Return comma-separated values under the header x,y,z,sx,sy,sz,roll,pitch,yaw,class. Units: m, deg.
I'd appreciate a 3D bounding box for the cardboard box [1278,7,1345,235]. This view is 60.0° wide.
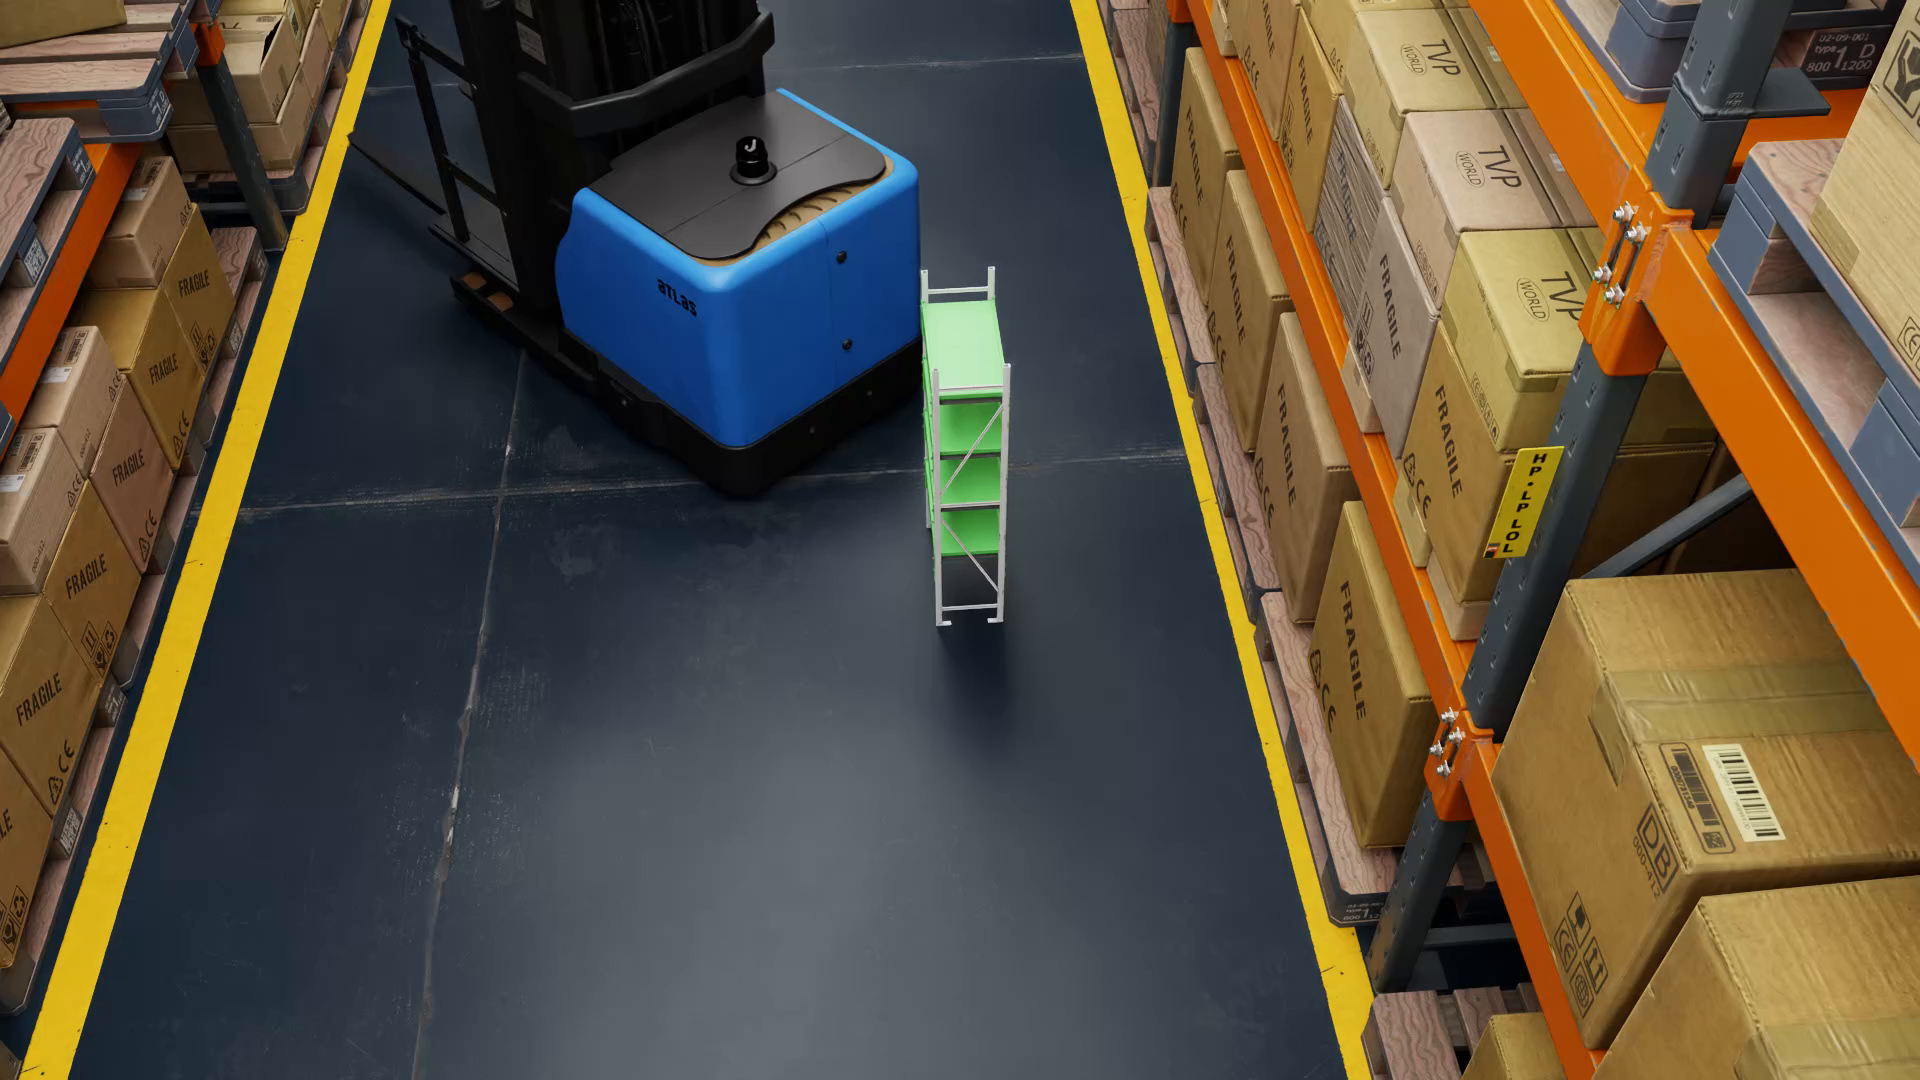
x,y,z,sx,sy,sz,roll,pitch,yaw,class
1.308,-1.300,5.128,0.500,0.500,0.500,-2,47,-2,cardboard box

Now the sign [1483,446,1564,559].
x,y,z,sx,sy,sz,roll,pitch,yaw,class
1.191,-0.076,3.513,0.100,0.325,0.005,-3,47,-3,sign

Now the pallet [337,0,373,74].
x,y,z,sx,sy,sz,roll,pitch,yaw,class
-3.669,-2.855,8.808,1.003,0.211,1.213,-3,47,-3,pallet

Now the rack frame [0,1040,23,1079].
x,y,z,sx,sy,sz,roll,pitch,yaw,class
-3.205,0.559,3.655,1.000,3.000,0.127,-3,47,-3,rack frame

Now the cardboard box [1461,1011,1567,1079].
x,y,z,sx,sy,sz,roll,pitch,yaw,class
1.692,1.518,4.179,0.700,0.500,0.500,-3,47,-3,cardboard box

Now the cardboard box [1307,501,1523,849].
x,y,z,sx,sy,sz,roll,pitch,yaw,class
1.547,0.388,5.008,0.750,0.750,0.750,-3,47,-3,cardboard box

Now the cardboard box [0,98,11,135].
x,y,z,sx,sy,sz,roll,pitch,yaw,class
-3.488,-1.392,5.144,0.700,0.500,0.500,4,47,4,cardboard box

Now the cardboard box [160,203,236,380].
x,y,z,sx,sy,sz,roll,pitch,yaw,class
-3.227,-0.964,6.516,0.500,0.500,0.500,-2,47,-2,cardboard box

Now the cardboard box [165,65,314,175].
x,y,z,sx,sy,sz,roll,pitch,yaw,class
-3.291,-1.931,7.617,0.500,0.250,0.500,-4,47,-3,cardboard box

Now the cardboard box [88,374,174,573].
x,y,z,sx,sy,sz,roll,pitch,yaw,class
-3.134,-0.211,5.802,0.500,0.500,0.500,-5,47,-5,cardboard box

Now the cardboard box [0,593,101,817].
x,y,z,sx,sy,sz,roll,pitch,yaw,class
-3.058,0.517,5.113,0.500,0.500,0.500,-3,47,-3,cardboard box

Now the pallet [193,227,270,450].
x,y,z,sx,sy,sz,roll,pitch,yaw,class
-3.515,-0.834,6.894,1.003,0.211,1.213,-3,47,-3,pallet

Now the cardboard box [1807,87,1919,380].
x,y,z,sx,sy,sz,roll,pitch,yaw,class
1.526,-0.387,2.230,0.500,0.250,0.500,-4,47,-3,cardboard box

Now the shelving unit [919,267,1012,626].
x,y,z,sx,sy,sz,roll,pitch,yaw,class
0.014,-0.293,5.701,0.258,1.200,0.503,-3,47,-3,shelving unit

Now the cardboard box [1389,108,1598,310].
x,y,z,sx,sy,sz,roll,pitch,yaw,class
1.404,-0.839,4.175,0.500,0.250,0.500,-3,47,-2,cardboard box

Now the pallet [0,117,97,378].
x,y,z,sx,sy,sz,roll,pitch,yaw,class
-3.372,-0.862,5.133,1.003,0.211,1.213,-3,47,-3,pallet

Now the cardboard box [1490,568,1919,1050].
x,y,z,sx,sy,sz,roll,pitch,yaw,class
1.760,0.546,3.461,0.980,0.700,0.700,-3,47,-3,cardboard box

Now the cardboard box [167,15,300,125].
x,y,z,sx,sy,sz,roll,pitch,yaw,class
-3.291,-2.123,7.413,0.500,0.311,0.500,-2,47,-2,cardboard box

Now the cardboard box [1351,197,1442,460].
x,y,z,sx,sy,sz,roll,pitch,yaw,class
1.389,-0.575,4.442,0.500,0.500,0.500,-3,47,-3,cardboard box

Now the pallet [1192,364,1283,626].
x,y,z,sx,sy,sz,roll,pitch,yaw,class
1.486,-0.224,6.317,1.003,0.211,1.213,-3,47,-3,pallet

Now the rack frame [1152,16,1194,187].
x,y,z,sx,sy,sz,roll,pitch,yaw,class
1.396,-2.639,6.683,1.000,3.000,0.127,-3,47,-3,rack frame

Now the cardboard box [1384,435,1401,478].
x,y,z,sx,sy,sz,roll,pitch,yaw,class
1.399,-0.264,4.593,0.380,0.149,0.250,-2,47,-2,cardboard box

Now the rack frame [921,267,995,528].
x,y,z,sx,sy,sz,roll,pitch,yaw,class
-0.007,-0.469,5.868,0.240,1.200,0.015,-3,47,-3,rack frame

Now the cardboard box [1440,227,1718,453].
x,y,z,sx,sy,sz,roll,pitch,yaw,class
1.437,-0.468,3.824,0.500,0.250,0.500,-2,47,-2,cardboard box

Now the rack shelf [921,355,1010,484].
x,y,z,sx,sy,sz,roll,pitch,yaw,class
0.014,-0.414,5.573,0.258,0.148,0.480,-3,47,-3,rack shelf

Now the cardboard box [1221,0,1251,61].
x,y,z,sx,sy,sz,roll,pitch,yaw,class
1.217,-2.036,5.825,0.500,0.500,0.500,-2,47,-2,cardboard box

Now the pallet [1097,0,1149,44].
x,y,z,sx,sy,sz,roll,pitch,yaw,class
1.233,-3.126,9.065,1.003,0.211,1.213,-3,47,-3,pallet

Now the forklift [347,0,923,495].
x,y,z,sx,sy,sz,roll,pitch,yaw,class
-1.538,-2.138,6.256,3.031,2.935,1.130,36,56,29,forklift

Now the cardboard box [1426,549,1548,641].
x,y,z,sx,sy,sz,roll,pitch,yaw,class
1.421,0.107,4.242,0.380,0.149,0.250,-3,47,-3,cardboard box

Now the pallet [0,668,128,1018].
x,y,z,sx,sy,sz,roll,pitch,yaw,class
-3.311,0.932,5.222,1.003,0.211,1.213,-3,47,-3,pallet

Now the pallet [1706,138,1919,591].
x,y,z,sx,sy,sz,roll,pitch,yaw,class
1.789,-0.153,2.324,1.003,0.211,1.213,-3,47,-3,pallet

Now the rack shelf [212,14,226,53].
x,y,z,sx,sy,sz,roll,pitch,yaw,class
-3.707,-3.535,8.027,1.077,0.370,4.000,-3,47,-3,rack shelf

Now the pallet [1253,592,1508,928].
x,y,z,sx,sy,sz,roll,pitch,yaw,class
1.592,0.660,5.479,1.003,0.211,1.213,-3,47,-3,pallet

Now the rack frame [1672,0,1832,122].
x,y,z,sx,sy,sz,roll,pitch,yaw,class
1.731,-1.808,1.764,1.000,3.000,0.127,-3,47,-3,rack frame

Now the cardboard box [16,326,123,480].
x,y,z,sx,sy,sz,roll,pitch,yaw,class
-3.129,-0.442,5.505,0.500,0.250,0.500,-4,47,-4,cardboard box

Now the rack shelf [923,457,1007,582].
x,y,z,sx,sy,sz,roll,pitch,yaw,class
0.014,-0.084,5.922,0.258,0.148,0.480,-3,47,-3,rack shelf

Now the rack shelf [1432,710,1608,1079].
x,y,z,sx,sy,sz,roll,pitch,yaw,class
1.899,1.950,2.833,1.077,0.370,4.000,-3,47,-3,rack shelf

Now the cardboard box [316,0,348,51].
x,y,z,sx,sy,sz,roll,pitch,yaw,class
-3.383,-2.670,8.317,0.500,0.250,0.500,-5,47,-4,cardboard box

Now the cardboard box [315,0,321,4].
x,y,z,sx,sy,sz,roll,pitch,yaw,class
-3.384,-2.872,8.123,0.500,0.311,0.500,-5,47,-4,cardboard box

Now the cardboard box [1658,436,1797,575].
x,y,z,sx,sy,sz,roll,pitch,yaw,class
1.944,-0.236,4.120,0.500,0.500,0.500,-5,47,-5,cardboard box

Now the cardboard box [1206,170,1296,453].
x,y,z,sx,sy,sz,roll,pitch,yaw,class
1.394,-0.870,6.199,0.750,0.750,0.750,-4,47,-3,cardboard box

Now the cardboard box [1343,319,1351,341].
x,y,z,sx,sy,sz,roll,pitch,yaw,class
1.364,-0.632,4.942,0.380,0.149,0.250,-3,47,-3,cardboard box

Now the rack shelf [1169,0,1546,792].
x,y,z,sx,sy,sz,roll,pitch,yaw,class
1.564,-0.944,5.574,1.077,0.370,4.000,-3,47,-3,rack shelf
